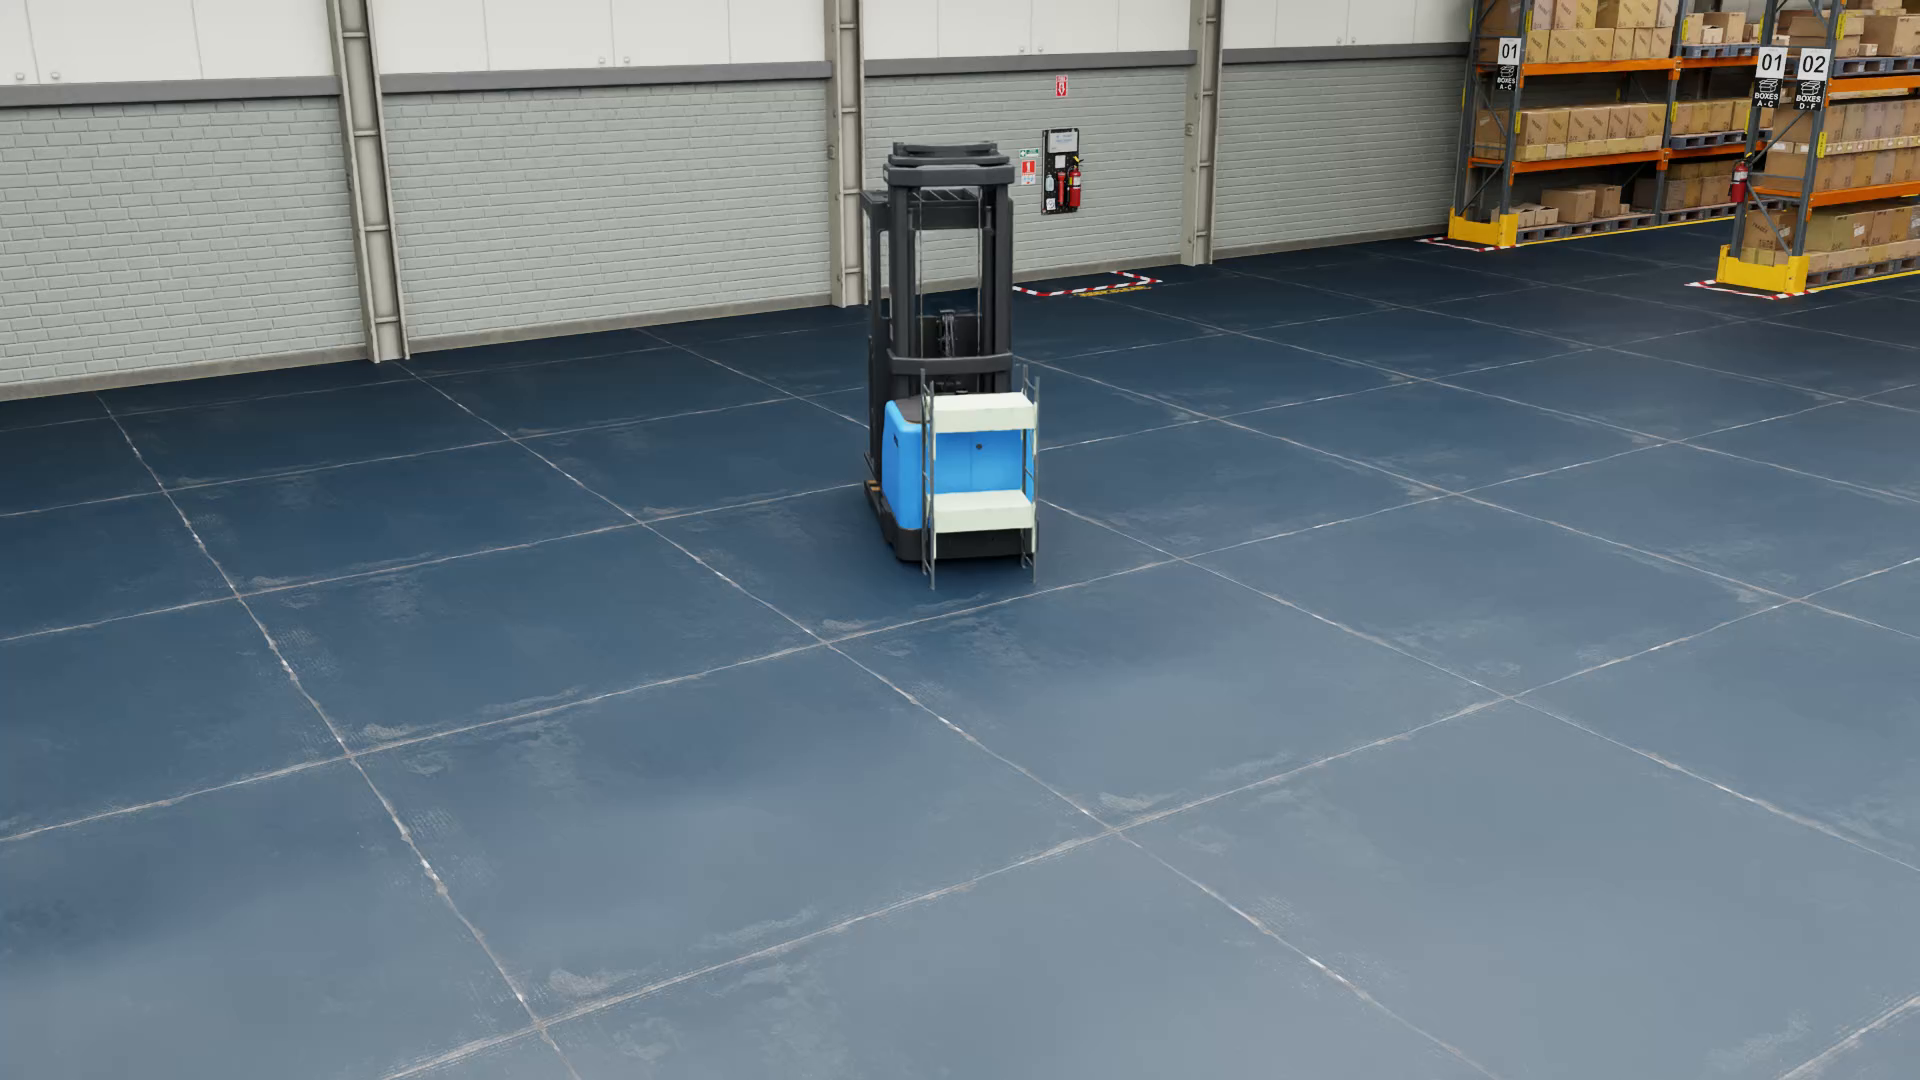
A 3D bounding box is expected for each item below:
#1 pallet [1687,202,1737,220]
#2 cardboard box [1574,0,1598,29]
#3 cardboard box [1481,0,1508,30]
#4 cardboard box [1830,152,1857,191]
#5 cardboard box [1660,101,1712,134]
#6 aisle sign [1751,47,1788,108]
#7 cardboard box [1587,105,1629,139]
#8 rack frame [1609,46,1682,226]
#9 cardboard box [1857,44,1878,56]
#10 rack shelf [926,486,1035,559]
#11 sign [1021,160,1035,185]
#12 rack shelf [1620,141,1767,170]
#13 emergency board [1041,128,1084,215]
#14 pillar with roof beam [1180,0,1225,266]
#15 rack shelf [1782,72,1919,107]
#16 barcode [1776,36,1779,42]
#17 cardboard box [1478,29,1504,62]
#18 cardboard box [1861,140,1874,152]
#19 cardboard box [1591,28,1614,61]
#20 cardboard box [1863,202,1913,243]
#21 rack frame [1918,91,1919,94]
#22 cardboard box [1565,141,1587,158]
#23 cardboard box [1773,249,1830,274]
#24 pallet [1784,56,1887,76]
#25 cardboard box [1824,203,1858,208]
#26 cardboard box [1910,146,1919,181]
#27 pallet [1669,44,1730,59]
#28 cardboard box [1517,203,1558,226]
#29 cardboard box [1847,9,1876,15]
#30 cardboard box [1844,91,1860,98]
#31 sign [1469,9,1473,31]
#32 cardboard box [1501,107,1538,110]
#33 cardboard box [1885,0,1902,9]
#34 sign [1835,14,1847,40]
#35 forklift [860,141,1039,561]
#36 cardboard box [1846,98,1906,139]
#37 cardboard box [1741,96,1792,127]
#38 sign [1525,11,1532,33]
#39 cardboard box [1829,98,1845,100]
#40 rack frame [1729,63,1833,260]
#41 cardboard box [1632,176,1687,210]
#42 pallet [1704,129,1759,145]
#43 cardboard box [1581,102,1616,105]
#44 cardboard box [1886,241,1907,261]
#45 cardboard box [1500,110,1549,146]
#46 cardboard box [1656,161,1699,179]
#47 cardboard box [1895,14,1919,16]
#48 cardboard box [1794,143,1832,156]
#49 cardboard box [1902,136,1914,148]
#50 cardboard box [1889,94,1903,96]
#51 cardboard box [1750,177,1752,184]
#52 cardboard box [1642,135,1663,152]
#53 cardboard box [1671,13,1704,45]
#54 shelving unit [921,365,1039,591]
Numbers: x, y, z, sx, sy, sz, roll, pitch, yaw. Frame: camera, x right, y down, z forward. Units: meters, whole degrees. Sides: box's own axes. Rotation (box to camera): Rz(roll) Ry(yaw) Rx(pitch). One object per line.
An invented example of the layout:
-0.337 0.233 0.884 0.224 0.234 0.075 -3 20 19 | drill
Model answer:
13.467 -6.029 30.249 1.213 0.211 1.003 -12 22 -31 | pallet
9.781 -8.414 26.518 0.500 0.500 0.500 -11 22 -30 | cardboard box
8.674 -8.389 26.444 0.500 0.500 0.500 -11 21 -29 | cardboard box
12.018 -5.187 23.249 0.500 0.500 0.700 -11 22 -30 | cardboard box
12.713 -7.429 29.193 0.500 0.500 0.700 -9 21 -26 | cardboard box
10.968 -6.266 22.537 0.004 0.787 0.394 -12 22 -31 | aisle sign
10.733 -6.949 27.648 0.500 0.500 0.500 -13 22 -33 | cardboard box
11.798 -6.996 28.756 0.127 3.000 1.000 -12 22 -31 | rack frame
12.264 -6.695 22.699 0.250 0.149 0.380 -12 22 -31 | cardboard box
0.135 -0.130 11.807 0.720 0.370 0.431 -3 19 -10 | rack shelf
0.952 -5.112 23.126 0.234 0.329 0.001 -12 22 -31 | sign
13.468 -7.008 29.914 4.000 0.370 1.077 -12 22 -31 | rack shelf
1.470 -5.165 23.338 0.643 1.169 0.194 -12 22 -31 | emergency board
5.923 -7.280 20.228 0.400 9.000 9.100 -12 22 -31 | pillar with roof beam
12.855 -6.400 23.432 4.000 0.370 1.077 -12 22 -31 | rack shelf
11.172 -6.846 22.720 0.075 0.075 0.001 -12 22 -31 | barcode
8.667 -7.911 26.590 0.500 0.500 0.500 -10 21 -28 | cardboard box
12.492 -5.516 23.208 0.250 0.149 0.380 -13 23 -33 | cardboard box
10.209 -8.039 26.970 0.500 0.500 0.500 -10 21 -28 | cardboard box
13.419 -4.610 24.163 0.500 0.500 0.500 -12 22 -31 | cardboard box
18.479 -8.406 32.924 0.127 3.000 1.000 -12 22 -31 | rack frame
9.894 -6.415 27.239 0.500 0.250 0.500 -12 22 -32 | cardboard box
11.755 -3.899 23.231 0.500 0.250 0.500 -12 22 -31 | cardboard box
11.790 -6.464 22.637 1.213 0.211 1.003 -12 22 -31 | pallet
12.714 -4.661 24.315 0.500 0.500 0.500 -12 22 -31 | cardboard box
13.721 -5.545 24.307 0.500 0.500 0.700 -12 22 -32 | cardboard box
12.372 -8.409 28.543 1.003 0.211 1.213 -12 22 -31 | pallet
9.561 -5.425 27.619 0.500 0.311 0.500 -10 21 -27 | cardboard box
16.801 -9.770 31.434 0.500 0.500 0.700 -12 22 -31 | cardboard box
16.524 -8.449 31.230 0.500 0.250 0.500 -12 22 -31 | cardboard box
8.169 -8.284 26.500 0.005 0.325 0.100 -12 22 -31 | sign
9.160 -6.811 27.241 0.500 0.500 0.500 -12 22 -31 | cardboard box
17.672 -10.318 31.883 0.500 0.250 0.500 -10 21 -28 | cardboard box
11.485 -6.691 21.680 0.005 0.325 0.100 -12 22 -31 | sign
-0.182 -1.670 13.108 1.130 2.935 3.031 -3 19 -10 | forklift
12.901 -5.989 23.594 0.500 0.500 0.700 -12 22 -31 | cardboard box
14.752 -7.871 30.501 0.500 0.500 0.700 -15 24 -38 | cardboard box
8.756 -7.982 25.623 0.005 0.325 0.100 -12 22 -31 | sign
16.128 -8.006 31.090 0.500 0.500 0.500 -11 22 -30 | cardboard box
11.185 -4.968 22.755 0.127 3.000 1.000 -12 22 -31 | rack frame
12.404 -6.155 29.483 0.500 0.500 0.700 -11 22 -30 | cardboard box
13.508 -7.251 29.807 1.213 0.211 1.003 -12 22 -31 | pallet
10.856 -7.173 28.311 0.500 0.500 0.500 -12 22 -32 | cardboard box
13.426 -4.251 24.273 0.500 0.250 0.500 -12 22 -31 | cardboard box
9.021 -6.589 26.584 0.500 0.500 0.500 -12 22 -31 | cardboard box
12.769 -6.589 29.595 0.500 0.250 0.500 -12 22 -33 | cardboard box
13.960 -7.388 24.199 0.500 0.500 0.500 -10 21 -27 | cardboard box
11.631 -5.334 22.669 0.250 0.149 0.380 -12 22 -32 | cardboard box
13.355 -5.698 23.747 0.250 0.149 0.380 -11 22 -30 | cardboard box
17.812 -8.362 32.144 0.500 0.500 0.500 -12 22 -31 | cardboard box
14.072 -6.525 30.577 0.500 0.500 0.700 -12 22 -31 | cardboard box
11.569 -6.770 28.290 0.500 0.250 0.500 -12 22 -31 | cardboard box
12.299 -8.739 28.414 0.500 0.500 0.500 -9 20 -24 | cardboard box
0.135 -0.439 11.702 0.755 1.500 0.431 -3 19 -10 | shelving unit
